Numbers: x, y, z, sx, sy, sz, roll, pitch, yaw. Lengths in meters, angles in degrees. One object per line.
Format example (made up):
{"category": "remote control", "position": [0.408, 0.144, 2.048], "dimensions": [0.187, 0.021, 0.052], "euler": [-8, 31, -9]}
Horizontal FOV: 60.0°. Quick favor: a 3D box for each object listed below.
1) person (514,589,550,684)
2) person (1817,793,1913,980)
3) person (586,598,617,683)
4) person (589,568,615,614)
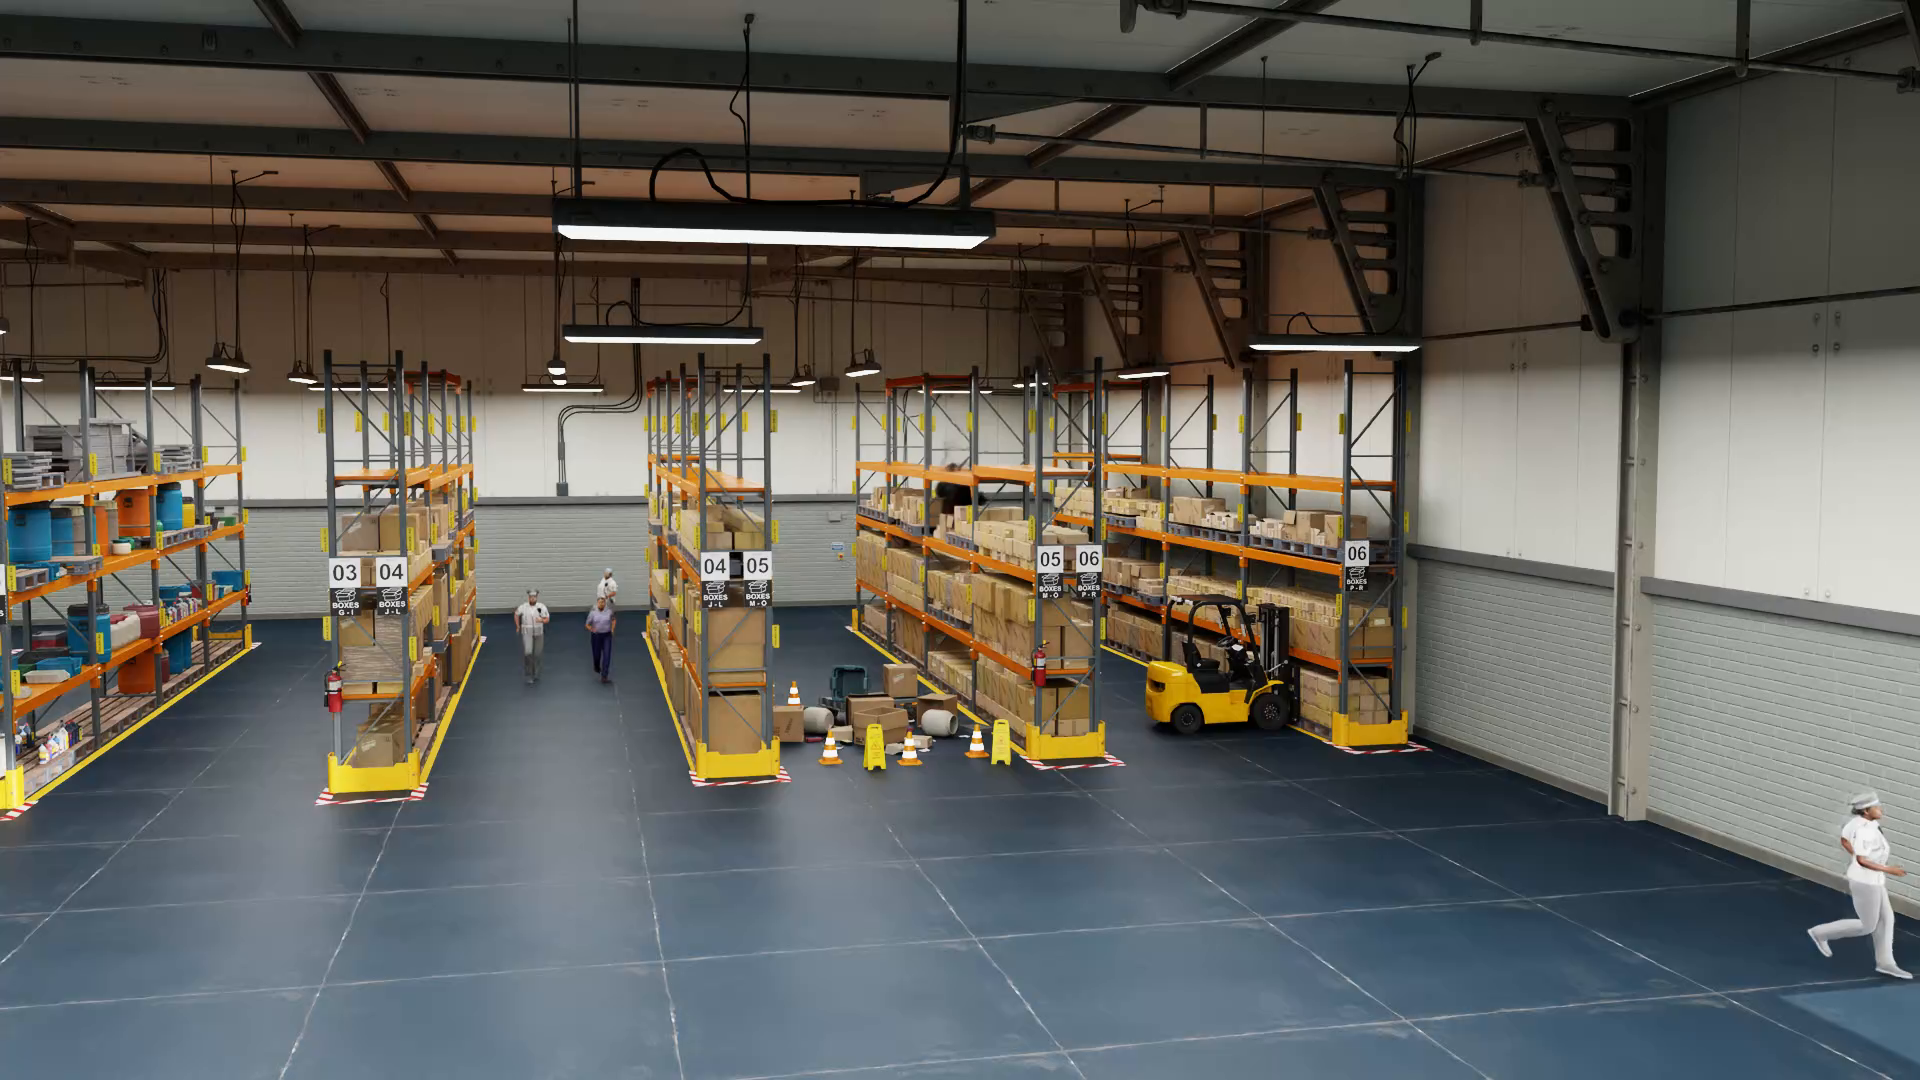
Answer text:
{"category": "person", "position": [-8.321, 1.870, 32.386], "dimensions": [0.638, 1.852, 0.785], "euler": [-2, 4, -21]}
{"category": "person", "position": [8.255, 3.122, 15.126], "dimensions": [0.782, 1.684, 0.578], "euler": [2, 4, 28]}
{"category": "person", "position": [-6.991, 1.944, 32.473], "dimensions": [0.607, 1.631, 0.779], "euler": [-1, 4, -17]}
{"category": "person", "position": [-8.421, 1.457, 39.298], "dimensions": [0.615, 1.606, 0.618], "euler": [3, 5, 34]}
